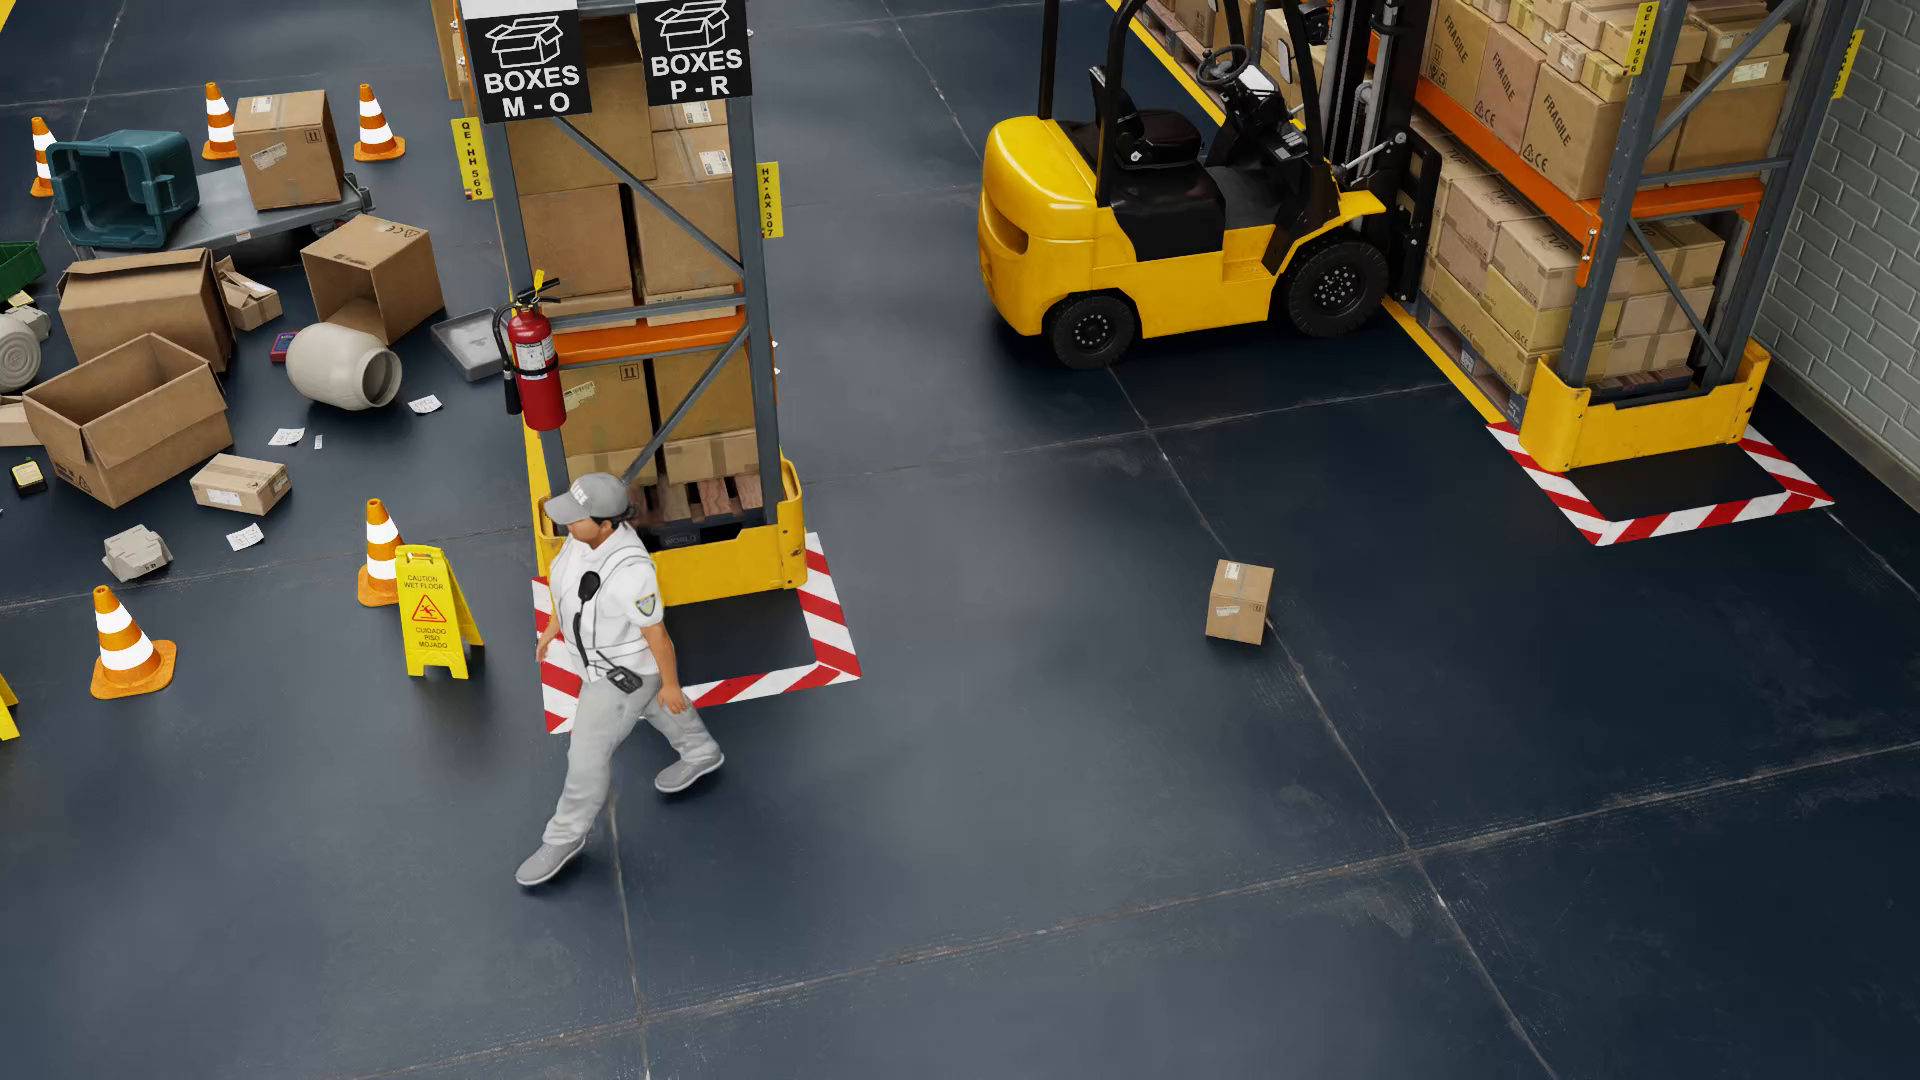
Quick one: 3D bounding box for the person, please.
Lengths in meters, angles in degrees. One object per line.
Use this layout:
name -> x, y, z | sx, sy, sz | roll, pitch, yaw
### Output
person -> -1.357, 0.440, 6.135 | 0.921, 1.619, 0.517 | -16, 41, -20
